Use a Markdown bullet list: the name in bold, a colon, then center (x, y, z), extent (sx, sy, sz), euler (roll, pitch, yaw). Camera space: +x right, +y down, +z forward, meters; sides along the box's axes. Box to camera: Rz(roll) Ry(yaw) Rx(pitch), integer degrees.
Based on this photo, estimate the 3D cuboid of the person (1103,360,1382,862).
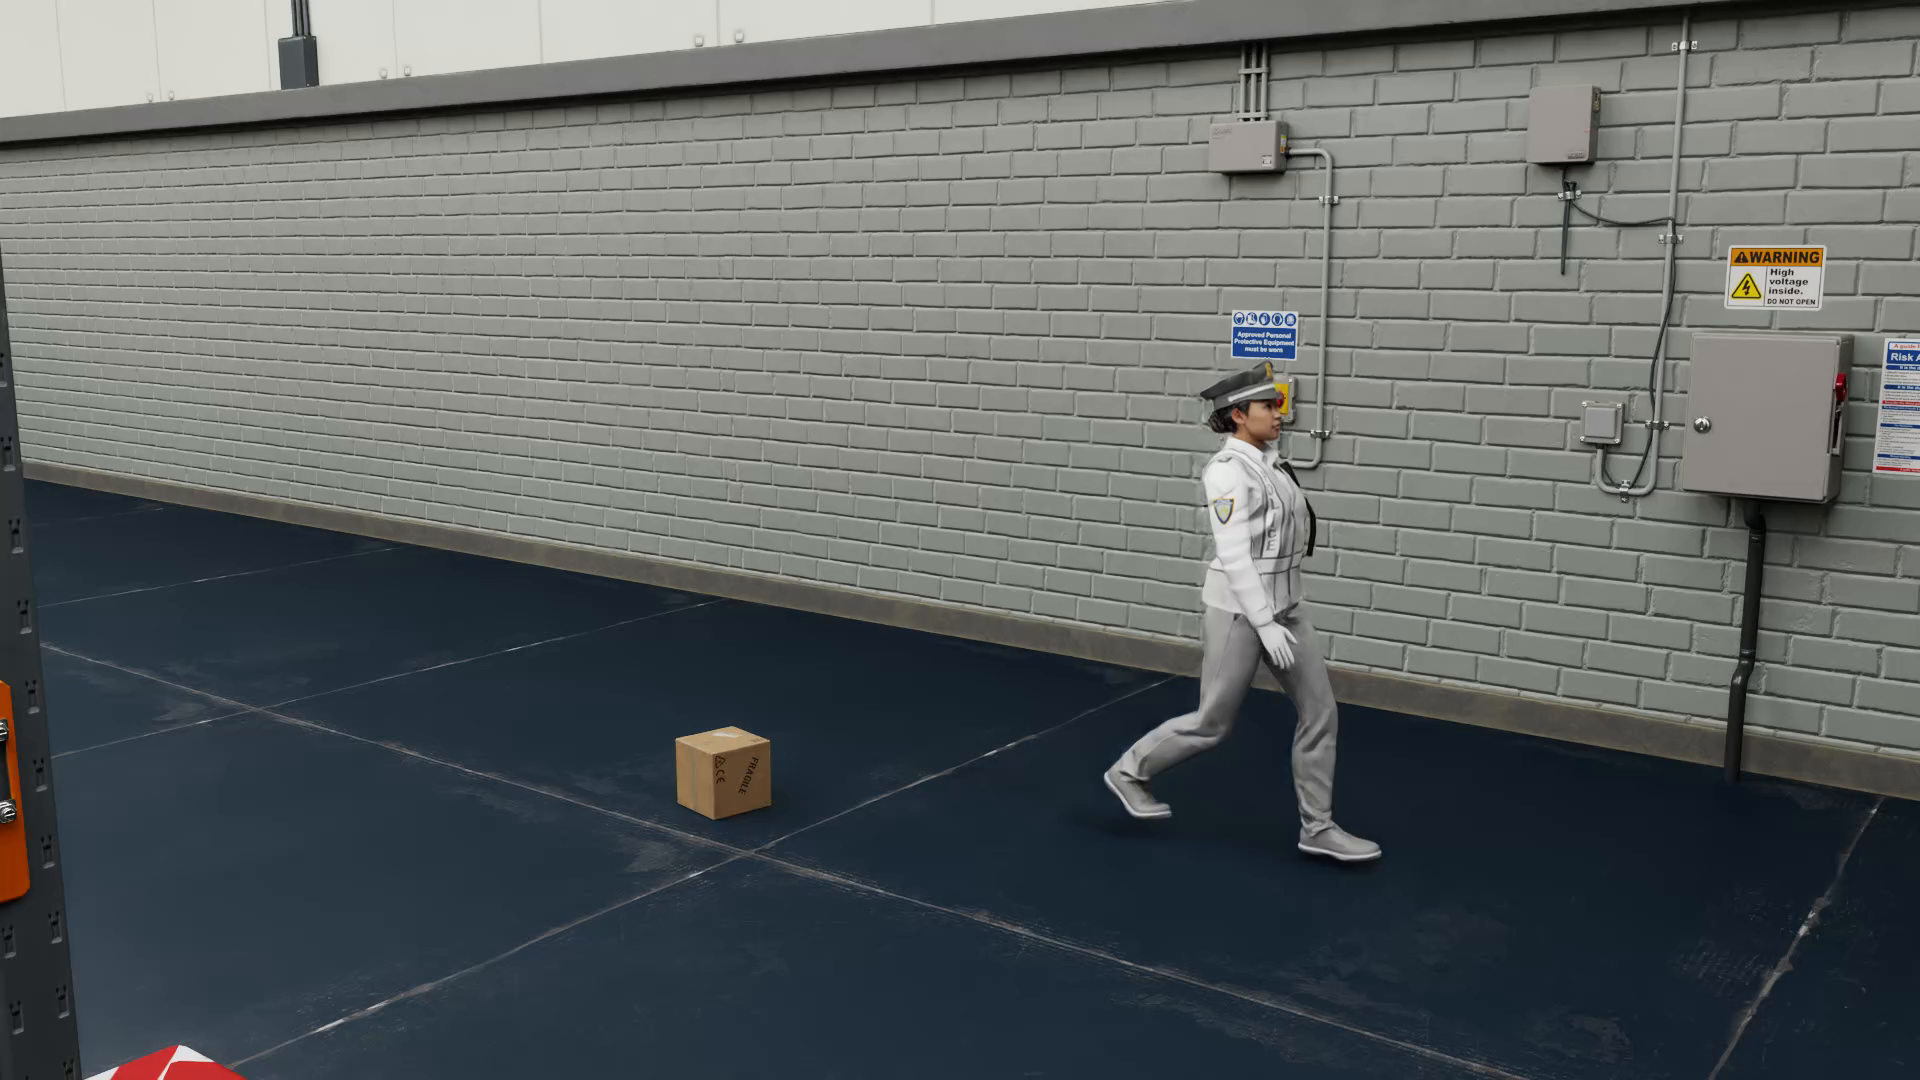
- **person**: center (0.948, 0.222, 5.522), extent (0.960, 1.635, 0.487), euler (7, 12, 34)
